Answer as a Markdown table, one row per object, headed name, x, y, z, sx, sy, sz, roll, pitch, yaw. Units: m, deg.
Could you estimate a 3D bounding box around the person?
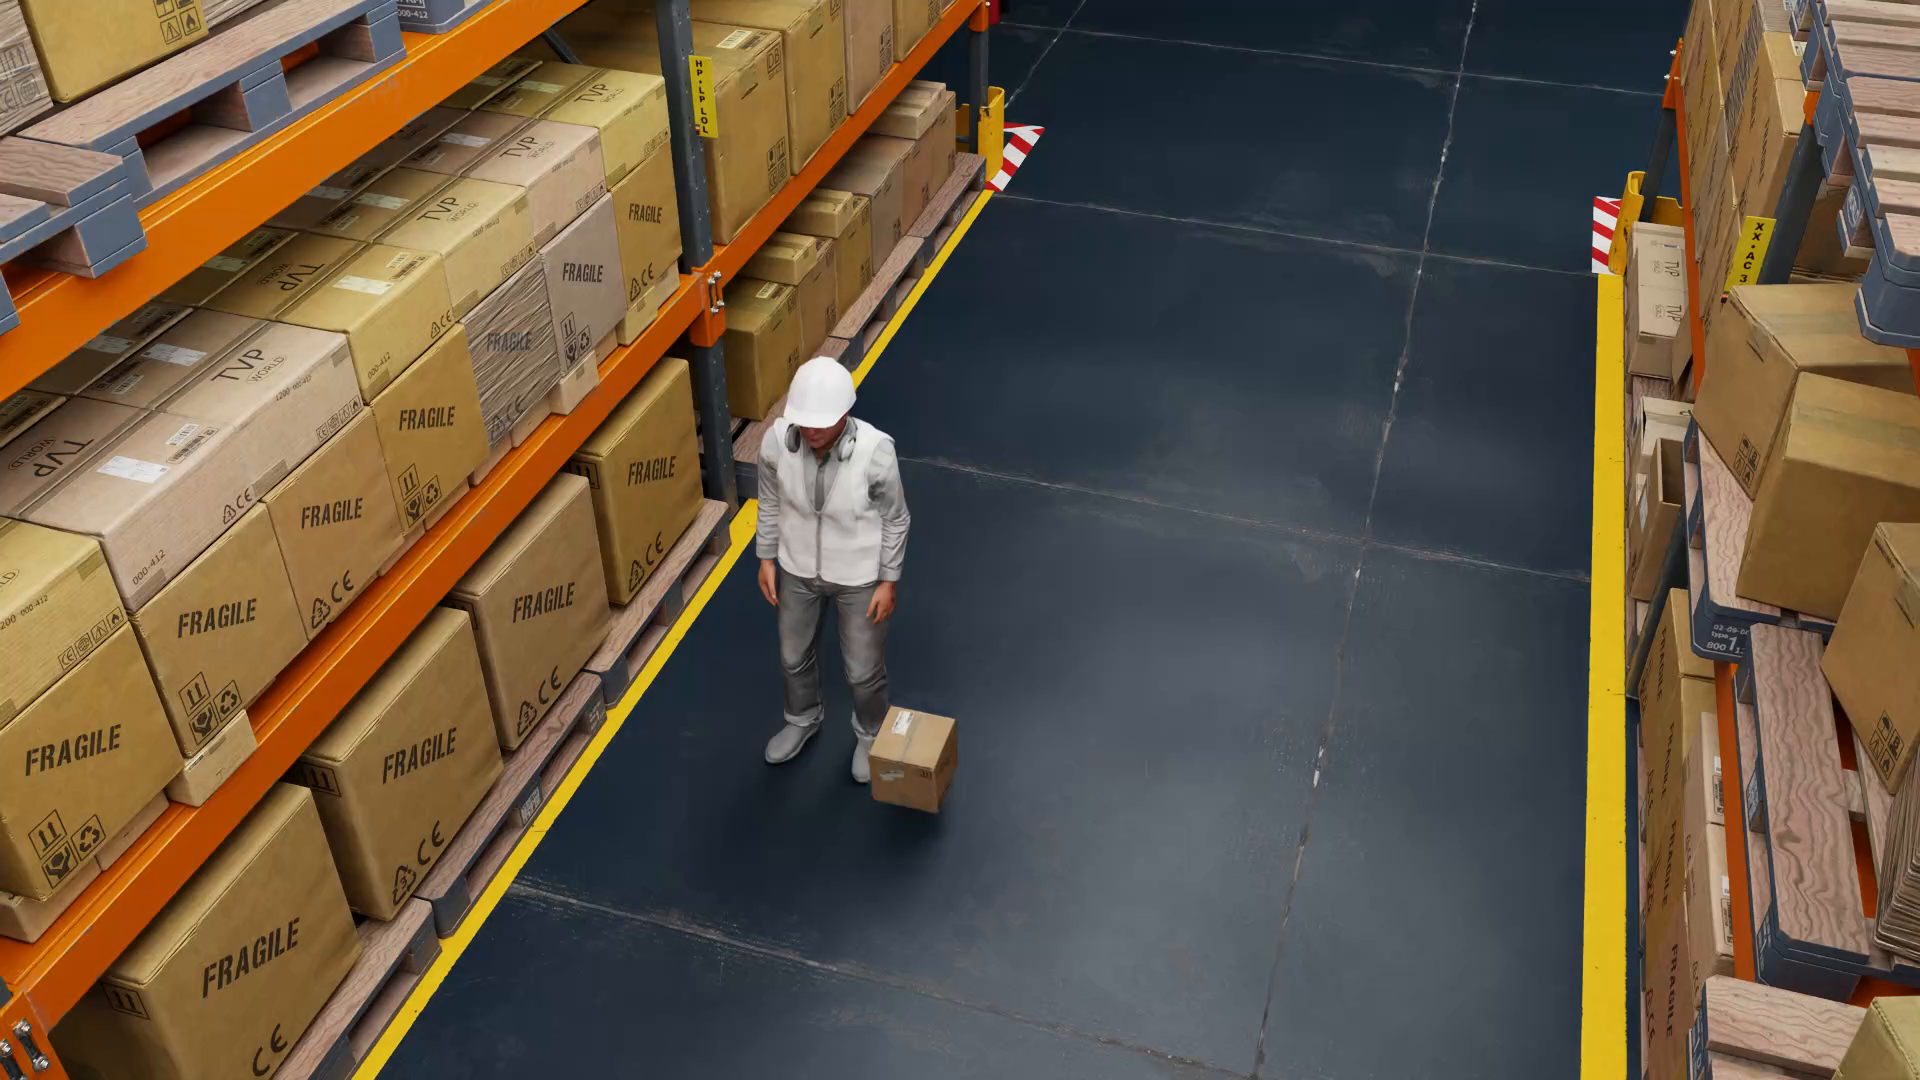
| name | x | y | z | sx | sy | sz | roll | pitch | yaw |
| --- | --- | --- | --- | --- | --- | --- | --- | --- | --- |
| person | -0.457 | 0.098 | 5.997 | 0.565 | 1.771 | 0.447 | 10 | 38 | 14 |
